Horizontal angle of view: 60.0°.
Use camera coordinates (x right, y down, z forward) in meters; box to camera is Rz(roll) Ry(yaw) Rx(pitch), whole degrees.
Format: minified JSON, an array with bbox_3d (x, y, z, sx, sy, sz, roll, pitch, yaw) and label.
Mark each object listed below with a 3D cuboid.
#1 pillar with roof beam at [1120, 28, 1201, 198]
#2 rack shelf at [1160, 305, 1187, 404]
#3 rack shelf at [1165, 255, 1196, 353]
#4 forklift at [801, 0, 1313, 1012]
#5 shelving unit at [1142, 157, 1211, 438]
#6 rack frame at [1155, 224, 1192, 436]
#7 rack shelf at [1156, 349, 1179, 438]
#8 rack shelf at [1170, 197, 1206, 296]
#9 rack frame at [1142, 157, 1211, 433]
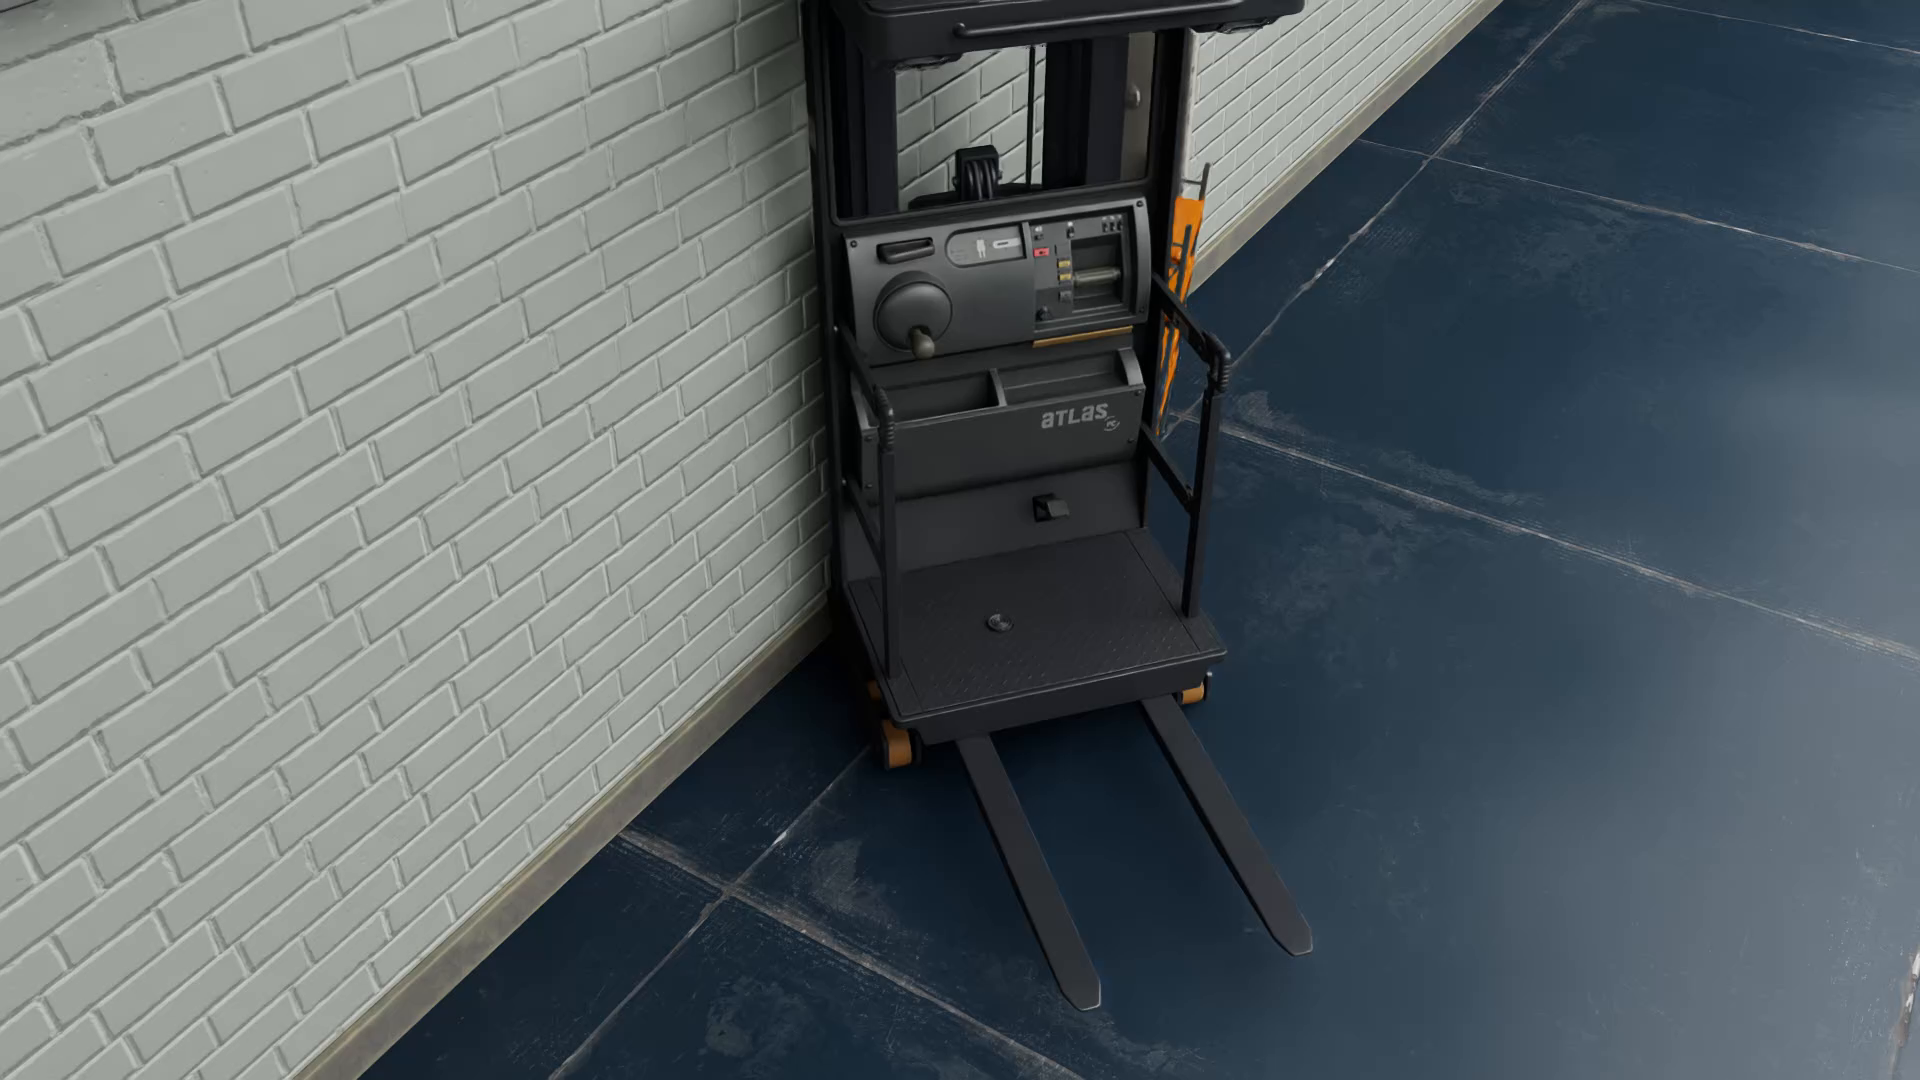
[{"bbox_3d":[4.296,-2.768,2.469,9.100,9.000,0.400,21,42,25],"label":"pillar with roof beam"},{"bbox_3d":[0.693,-0.729,6.297,0.258,0.148,0.480,12,40,8],"label":"rack shelf"},{"bbox_3d":[0.707,-0.901,6.156,0.258,0.148,0.480,12,40,8],"label":"rack shelf"},{"bbox_3d":[0.188,-0.708,4.767,1.130,2.935,3.031,-11,39,-13],"label":"forklift"},{"bbox_3d":[0.697,-0.781,6.255,0.258,1.200,0.503,12,40,8],"label":"shelving unit"},{"bbox_3d":[0.638,-0.633,6.069,0.240,1.200,0.015,12,40,8],"label":"rack frame"},{"bbox_3d":[0.680,-0.575,6.423,0.258,0.148,0.480,12,40,8],"label":"rack shelf"},{"bbox_3d":[0.722,-1.084,6.007,0.258,0.148,0.480,12,40,8],"label":"rack shelf"},{"bbox_3d":[0.756,-0.928,6.441,0.240,1.200,0.015,12,40,8],"label":"rack frame"}]
